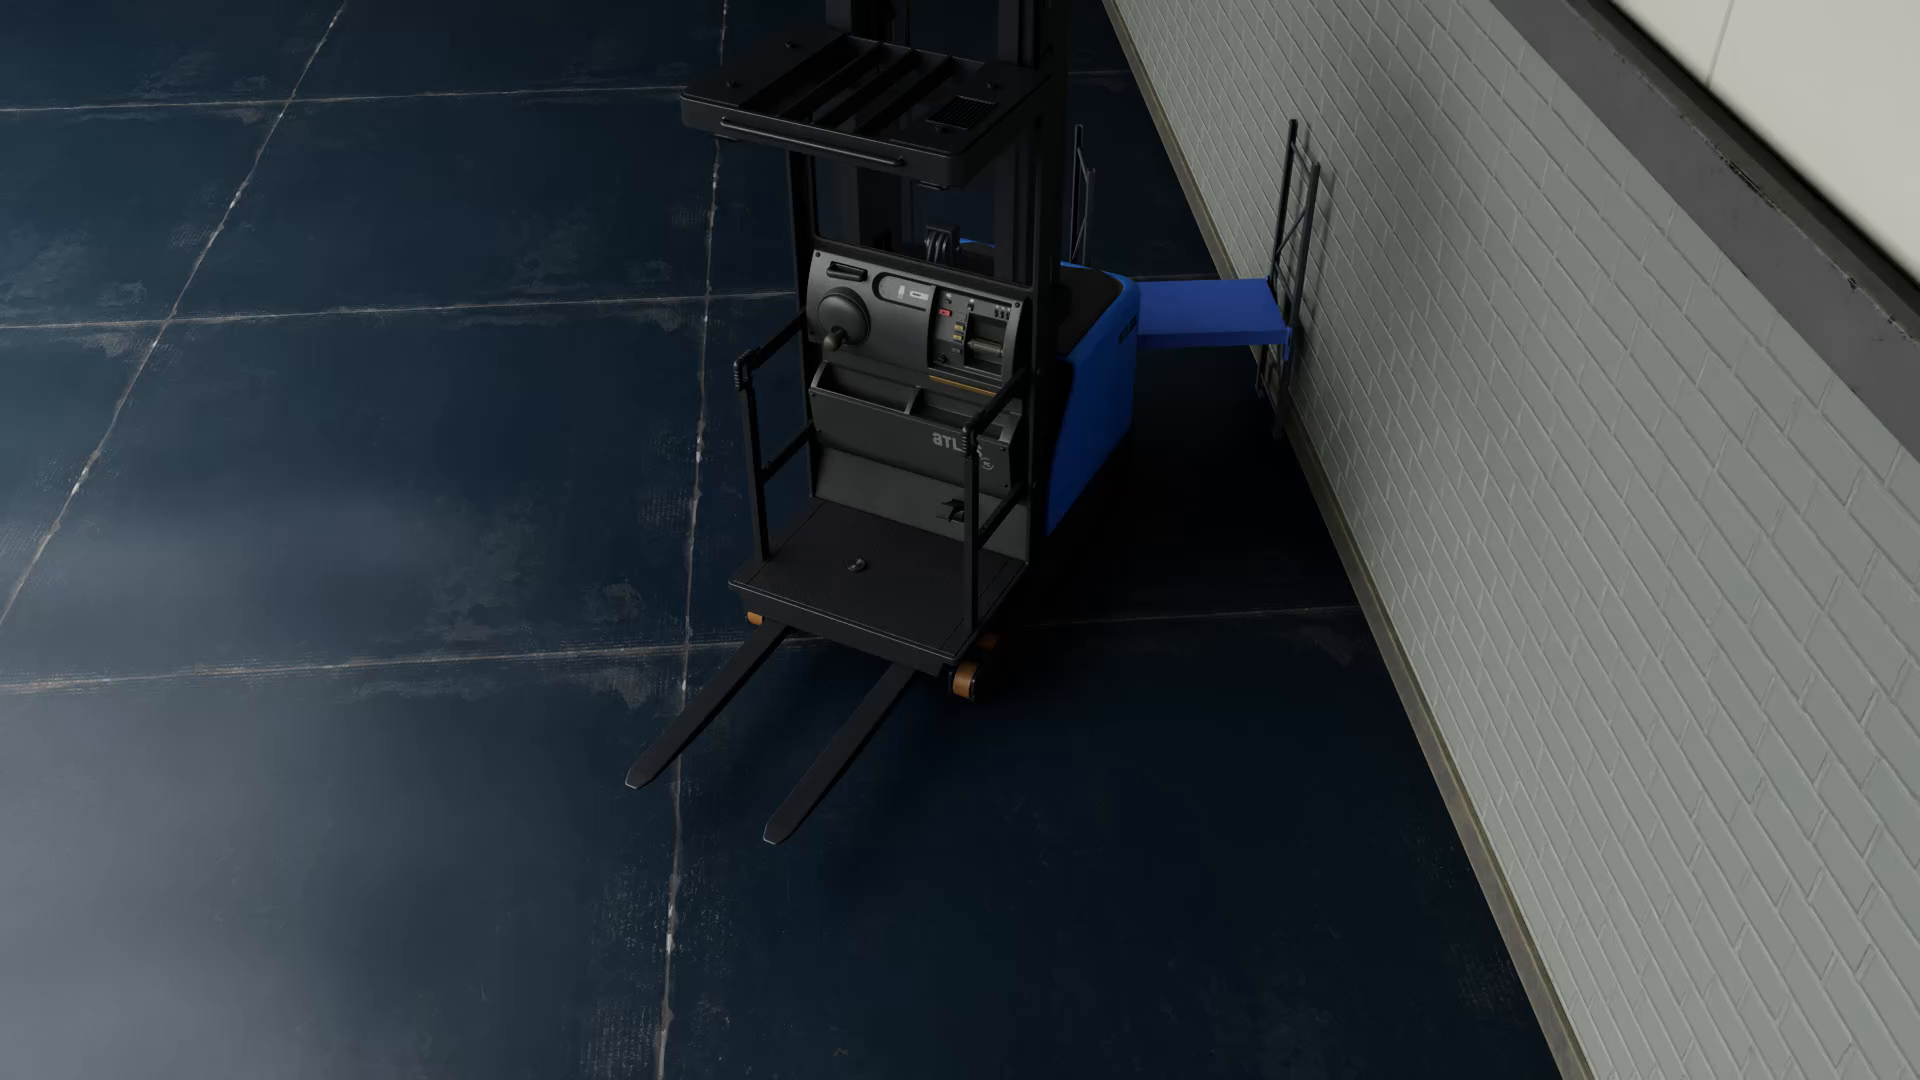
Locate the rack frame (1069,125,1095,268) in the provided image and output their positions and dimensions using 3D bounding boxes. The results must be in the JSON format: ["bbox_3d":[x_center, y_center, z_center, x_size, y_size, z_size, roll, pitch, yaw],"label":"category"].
[{"bbox_3d":[0.573,-1.204,8.065,0.032,1.500,0.500,-2,38,-3],"label":"rack frame"}]

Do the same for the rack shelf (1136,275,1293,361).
[{"bbox_3d":[1.080,-1.083,8.202,1.000,0.185,0.538,-2,38,-3],"label":"rack shelf"}]

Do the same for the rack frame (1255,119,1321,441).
[{"bbox_3d":[1.587,-1.244,8.115,0.032,1.500,0.500,-2,38,-3],"label":"rack frame"}]

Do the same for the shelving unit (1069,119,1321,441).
[{"bbox_3d":[1.080,-1.224,8.090,1.048,1.500,0.538,-2,38,-3],"label":"shelving unit"}]

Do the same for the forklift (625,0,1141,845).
[{"bbox_3d":[-0.280,-0.806,6.406,1.130,2.935,3.031,17,41,21],"label":"forklift"}]
